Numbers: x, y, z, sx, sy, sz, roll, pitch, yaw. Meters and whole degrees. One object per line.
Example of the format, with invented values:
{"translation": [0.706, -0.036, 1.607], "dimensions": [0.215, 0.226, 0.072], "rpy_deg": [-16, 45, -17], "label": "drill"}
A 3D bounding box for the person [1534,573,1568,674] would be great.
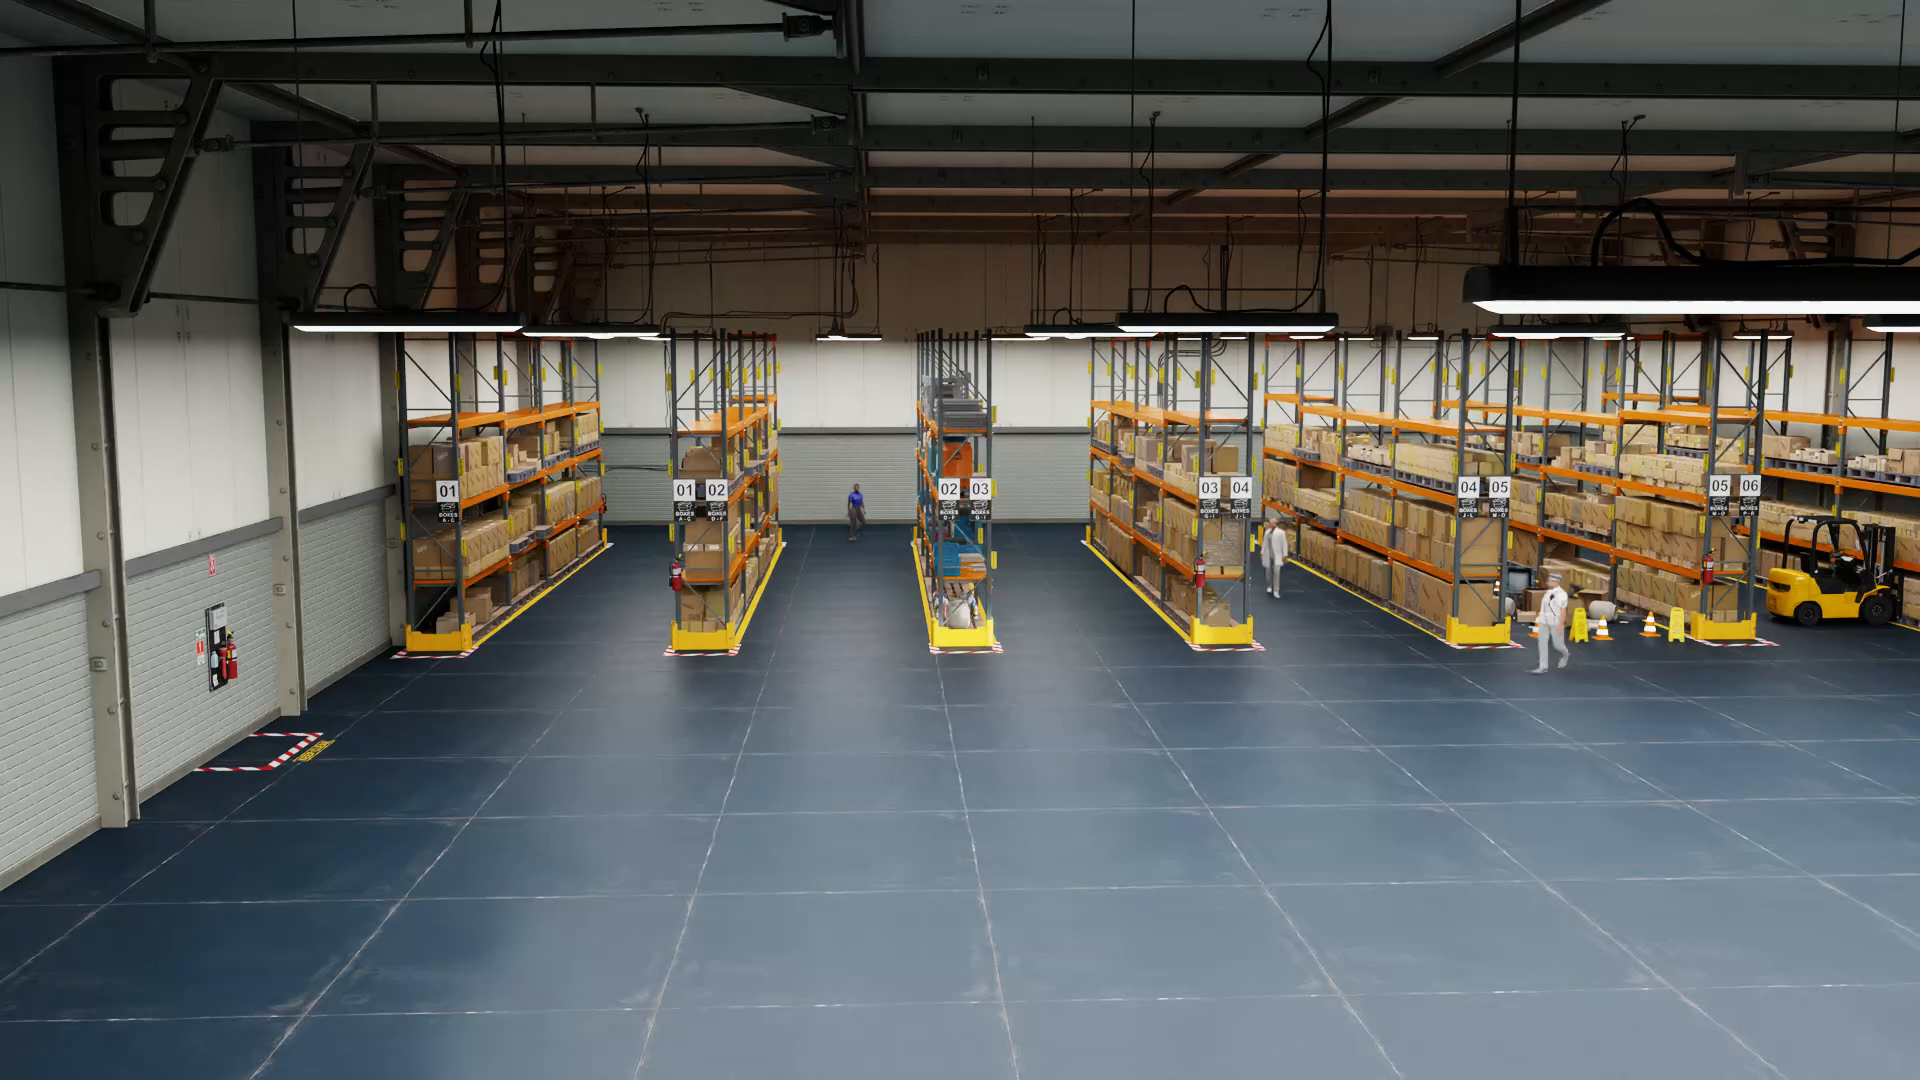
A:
{"translation": [10.348, 1.434, 28.979], "dimensions": [0.511, 1.747, 0.760], "rpy_deg": [5, 8, 35], "label": "person"}

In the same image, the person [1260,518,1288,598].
{"translation": [7.165, 0.386, 37.956], "dimensions": [0.640, 1.757, 0.977], "rpy_deg": [2, 7, 18], "label": "person"}

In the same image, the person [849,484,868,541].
{"translation": [-2.959, -0.819, 48.646], "dimensions": [0.444, 1.648, 0.506], "rpy_deg": [4, 8, 33], "label": "person"}
